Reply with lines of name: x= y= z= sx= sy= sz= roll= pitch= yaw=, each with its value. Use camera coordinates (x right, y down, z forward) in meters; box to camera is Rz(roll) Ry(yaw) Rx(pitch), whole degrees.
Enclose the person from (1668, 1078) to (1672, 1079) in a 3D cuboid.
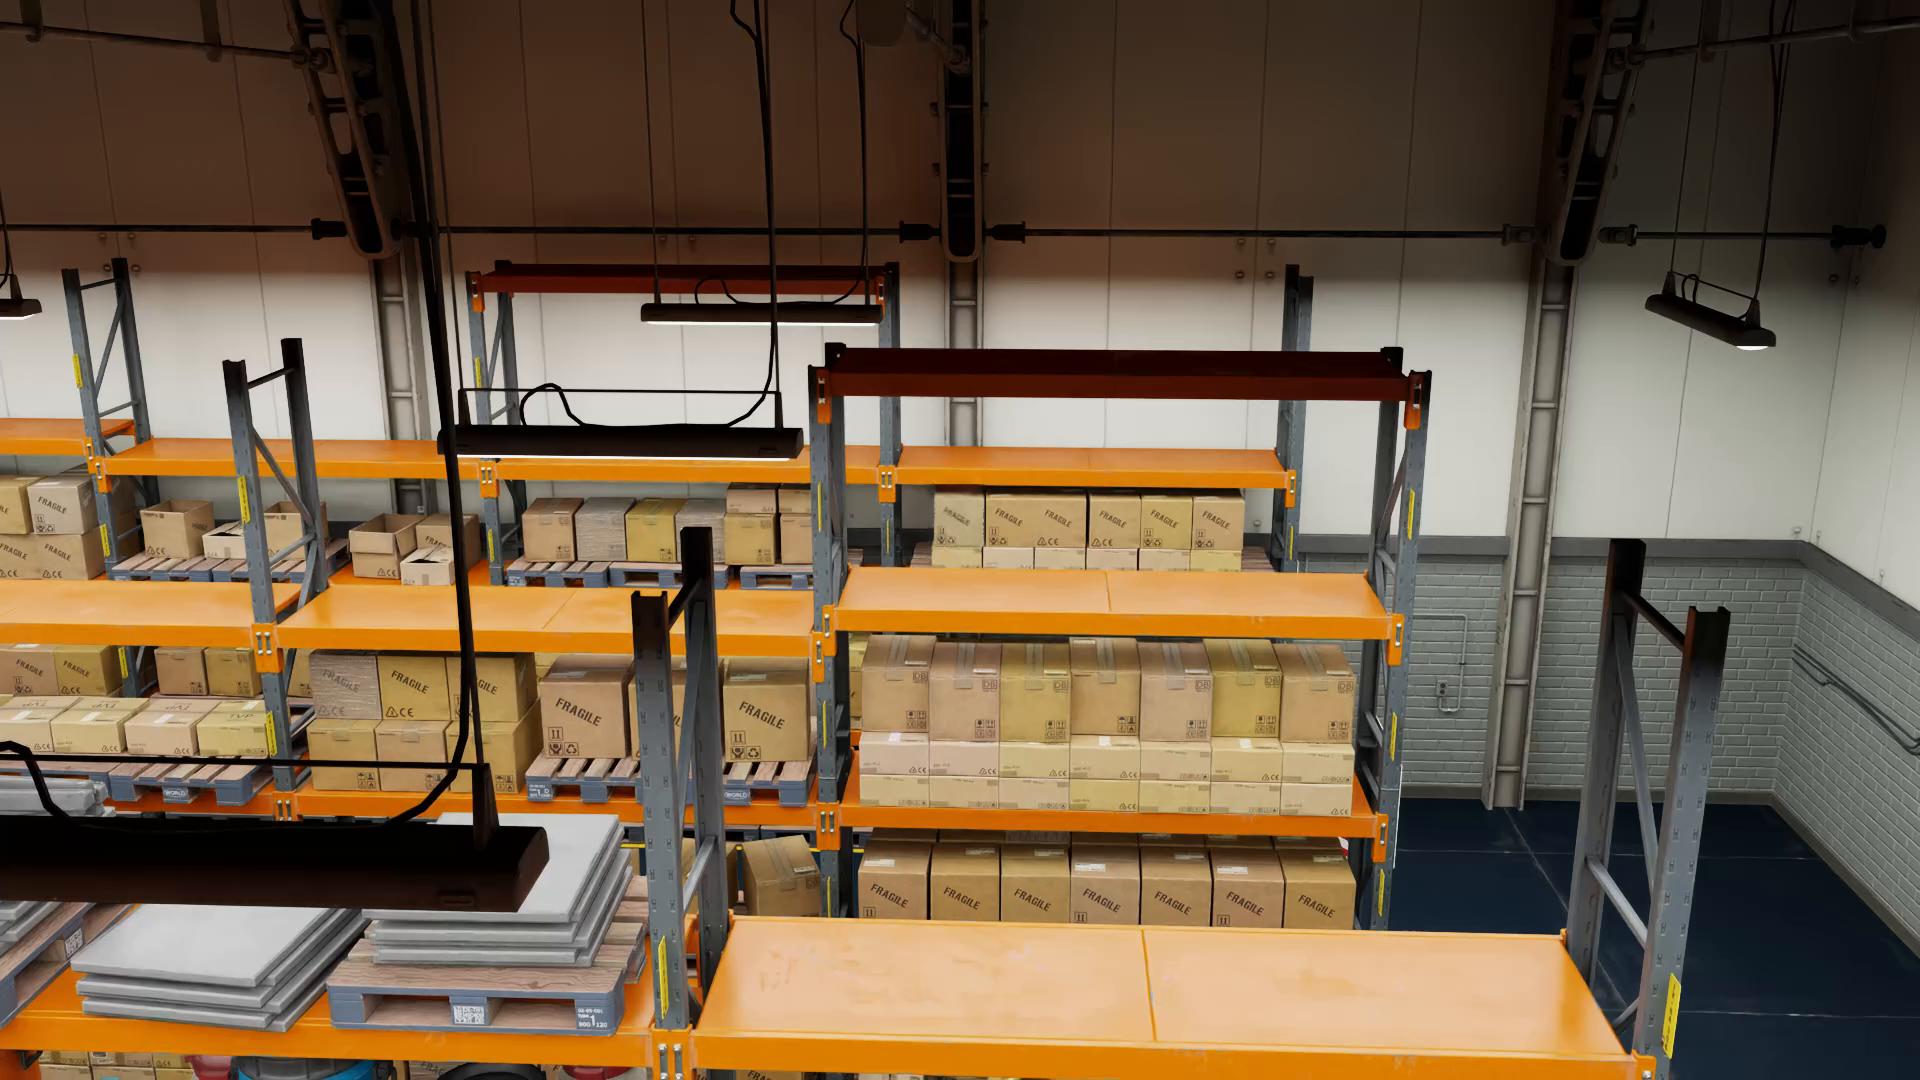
person: x=4.608 y=4.141 z=11.358 sx=0.522 sy=1.645 sz=0.712 roll=1 pitch=16 yaw=5
